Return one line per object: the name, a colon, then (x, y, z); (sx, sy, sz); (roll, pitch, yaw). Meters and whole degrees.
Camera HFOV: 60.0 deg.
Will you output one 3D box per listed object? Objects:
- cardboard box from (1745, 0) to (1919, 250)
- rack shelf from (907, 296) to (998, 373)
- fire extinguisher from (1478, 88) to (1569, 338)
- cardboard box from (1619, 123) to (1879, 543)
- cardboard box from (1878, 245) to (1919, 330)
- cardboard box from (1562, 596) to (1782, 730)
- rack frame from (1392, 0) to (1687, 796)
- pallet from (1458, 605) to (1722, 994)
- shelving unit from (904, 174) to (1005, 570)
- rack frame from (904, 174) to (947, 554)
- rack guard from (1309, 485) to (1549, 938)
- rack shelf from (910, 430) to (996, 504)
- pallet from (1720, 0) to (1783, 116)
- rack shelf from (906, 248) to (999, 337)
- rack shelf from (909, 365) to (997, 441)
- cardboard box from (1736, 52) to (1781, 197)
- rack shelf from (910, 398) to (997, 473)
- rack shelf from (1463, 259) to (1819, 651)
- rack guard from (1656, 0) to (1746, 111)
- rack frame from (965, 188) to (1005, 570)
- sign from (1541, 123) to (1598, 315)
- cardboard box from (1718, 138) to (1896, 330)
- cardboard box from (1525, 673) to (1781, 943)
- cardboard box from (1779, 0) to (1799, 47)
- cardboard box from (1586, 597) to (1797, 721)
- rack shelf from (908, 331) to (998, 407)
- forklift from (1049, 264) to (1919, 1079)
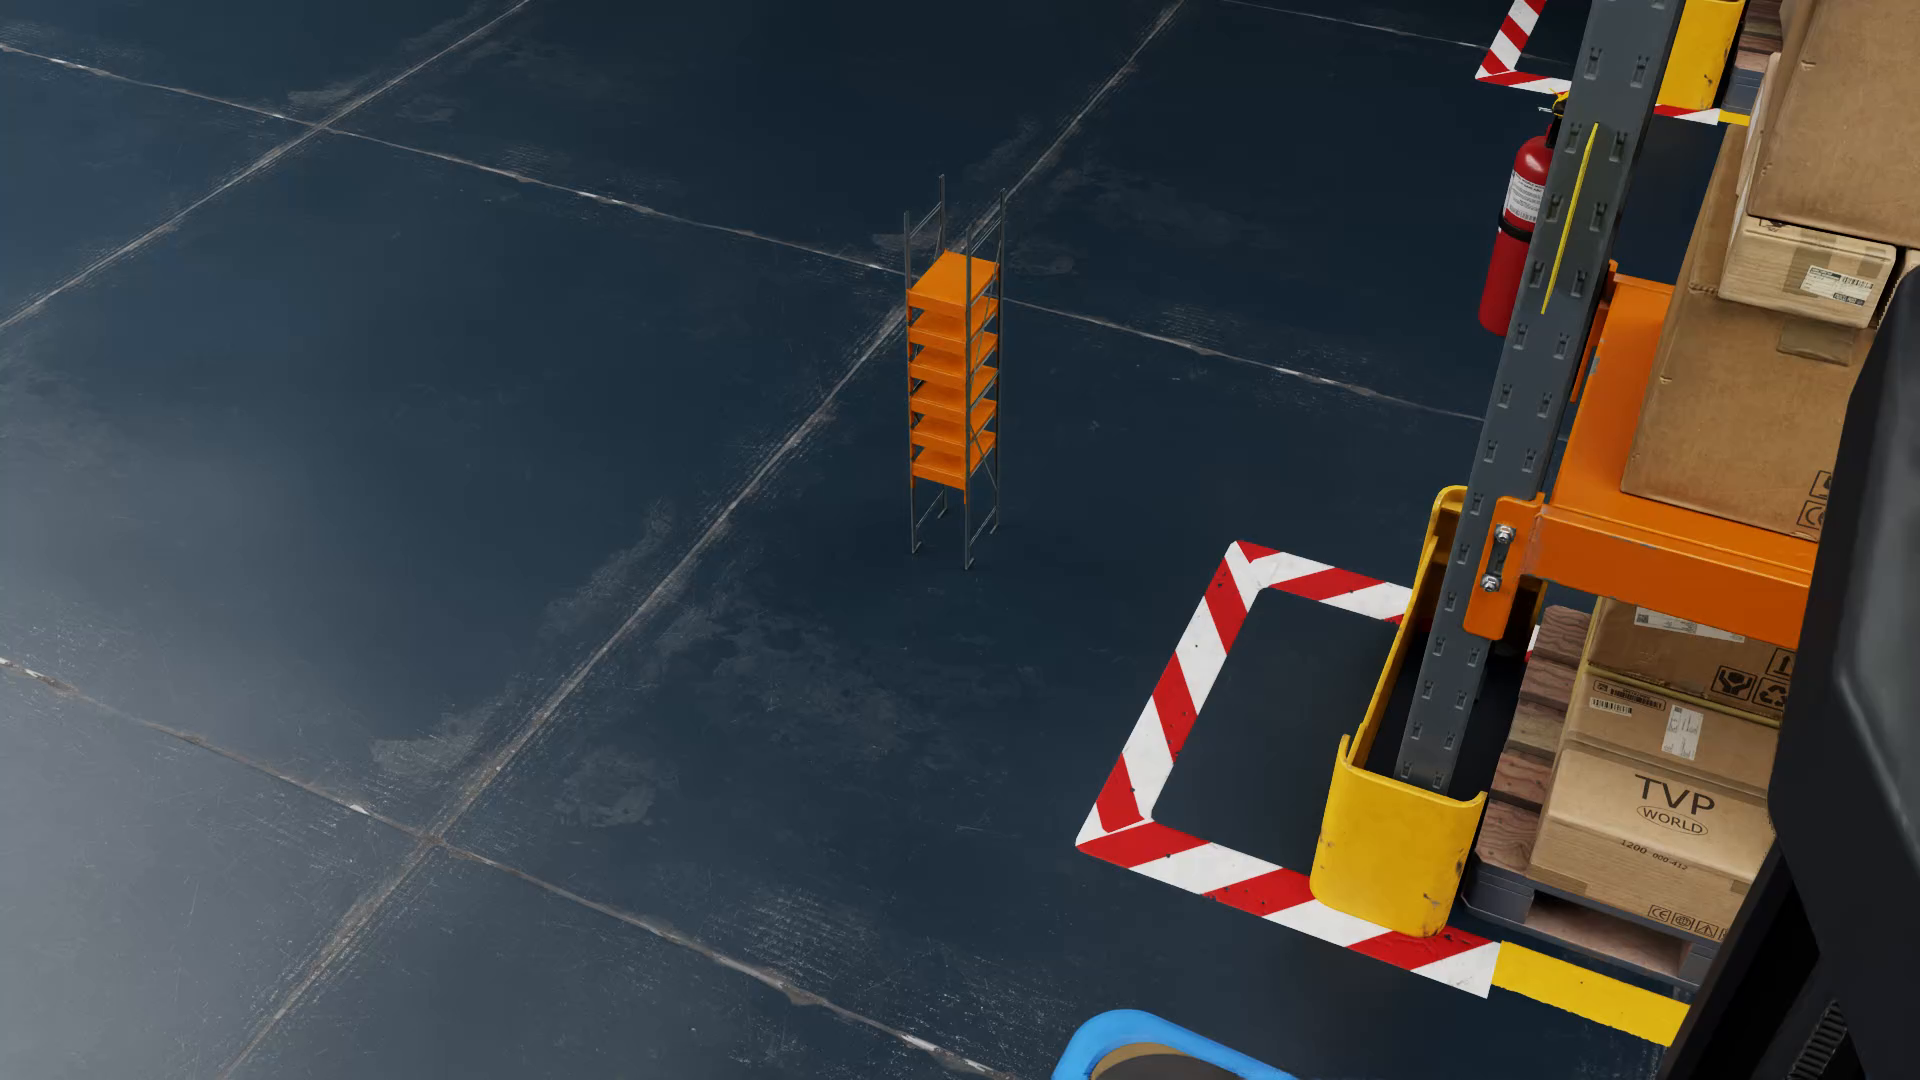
cardboard box: (1.758, -0.898, 2.929); (0.500, 0.500, 0.700); (17, 44, 19)
rack shelf: (-0.013, -0.605, 4.734); (0.180, 0.103, 0.258); (17, 44, 19)
fire extinguisher: (1.382, -0.801, 3.943); (0.183, 0.674, 0.296); (17, 44, 19)
cardboard box: (1.710, -0.423, 3.371); (0.500, 0.500, 0.700); (17, 44, 19)
cardboard box: (1.797, -0.497, 2.961); (0.250, 0.149, 0.380); (16, 43, 18)
cardboard box: (1.903, 0.332, 4.356); (0.500, 0.250, 0.500); (17, 44, 19)
rack frame: (1.292, -0.522, 3.562); (0.127, 3.000, 1.000); (17, 44, 19)
pallet: (2.003, 0.719, 4.259); (1.213, 0.211, 1.003); (17, 44, 19)
shelving unit: (-0.013, -0.457, 4.862); (0.189, 1.200, 0.258); (17, 44, 19)
rack frame: (-0.096, -0.483, 4.891); (0.006, 1.200, 0.240); (17, 44, 19)
rack guard: (1.271, 0.416, 4.388); (0.348, 0.500, 1.175); (17, 44, 19)
rack shelf: (-0.013, -0.242, 5.048); (0.180, 0.103, 0.258); (17, 44, 19)
pallet: (4.174, -2.142, 7.560); (1.213, 0.211, 1.003); (17, 44, 19)
rack shelf: (-0.013, -0.696, 4.655); (0.180, 0.103, 0.258); (17, 44, 19)
rack shelf: (-0.013, -0.424, 4.891); (0.180, 0.103, 0.258); (17, 44, 19)
cardboard box: (1.719, -0.812, 3.325); (0.250, 0.149, 0.380); (16, 44, 18)
rack shelf: (-0.013, -0.333, 4.969); (0.180, 0.103, 0.258); (17, 44, 19)
rack shelf: (3.105, 0.304, 3.158); (4.000, 0.370, 1.077); (17, 44, 19)
rack guard: (3.452, -2.497, 7.749); (0.348, 0.500, 1.175); (17, 44, 19)
rack frame: (0.070, -0.432, 4.832); (0.006, 1.200, 0.240); (17, 44, 19)
sign: (1.052, -0.551, 2.874); (0.005, 0.325, 0.100); (17, 44, 19)
cardboard box: (1.557, -0.568, 3.044); (0.250, 0.149, 0.380); (17, 44, 18)
cardboard box: (1.684, 0.639, 4.001); (0.500, 0.250, 0.500); (17, 44, 19)
cardboard box: (3.973, -2.368, 7.409); (0.500, 0.311, 0.500); (12, 42, 14)
cardboard box: (1.904, 0.047, 4.111); (0.500, 0.500, 0.500); (17, 44, 19)
rack shelf: (-0.013, -0.514, 4.812); (0.180, 0.103, 0.258); (17, 44, 19)
forklift: (1.322, 1.186, 1.643); (3.031, 2.935, 1.130); (19, 44, 21)
